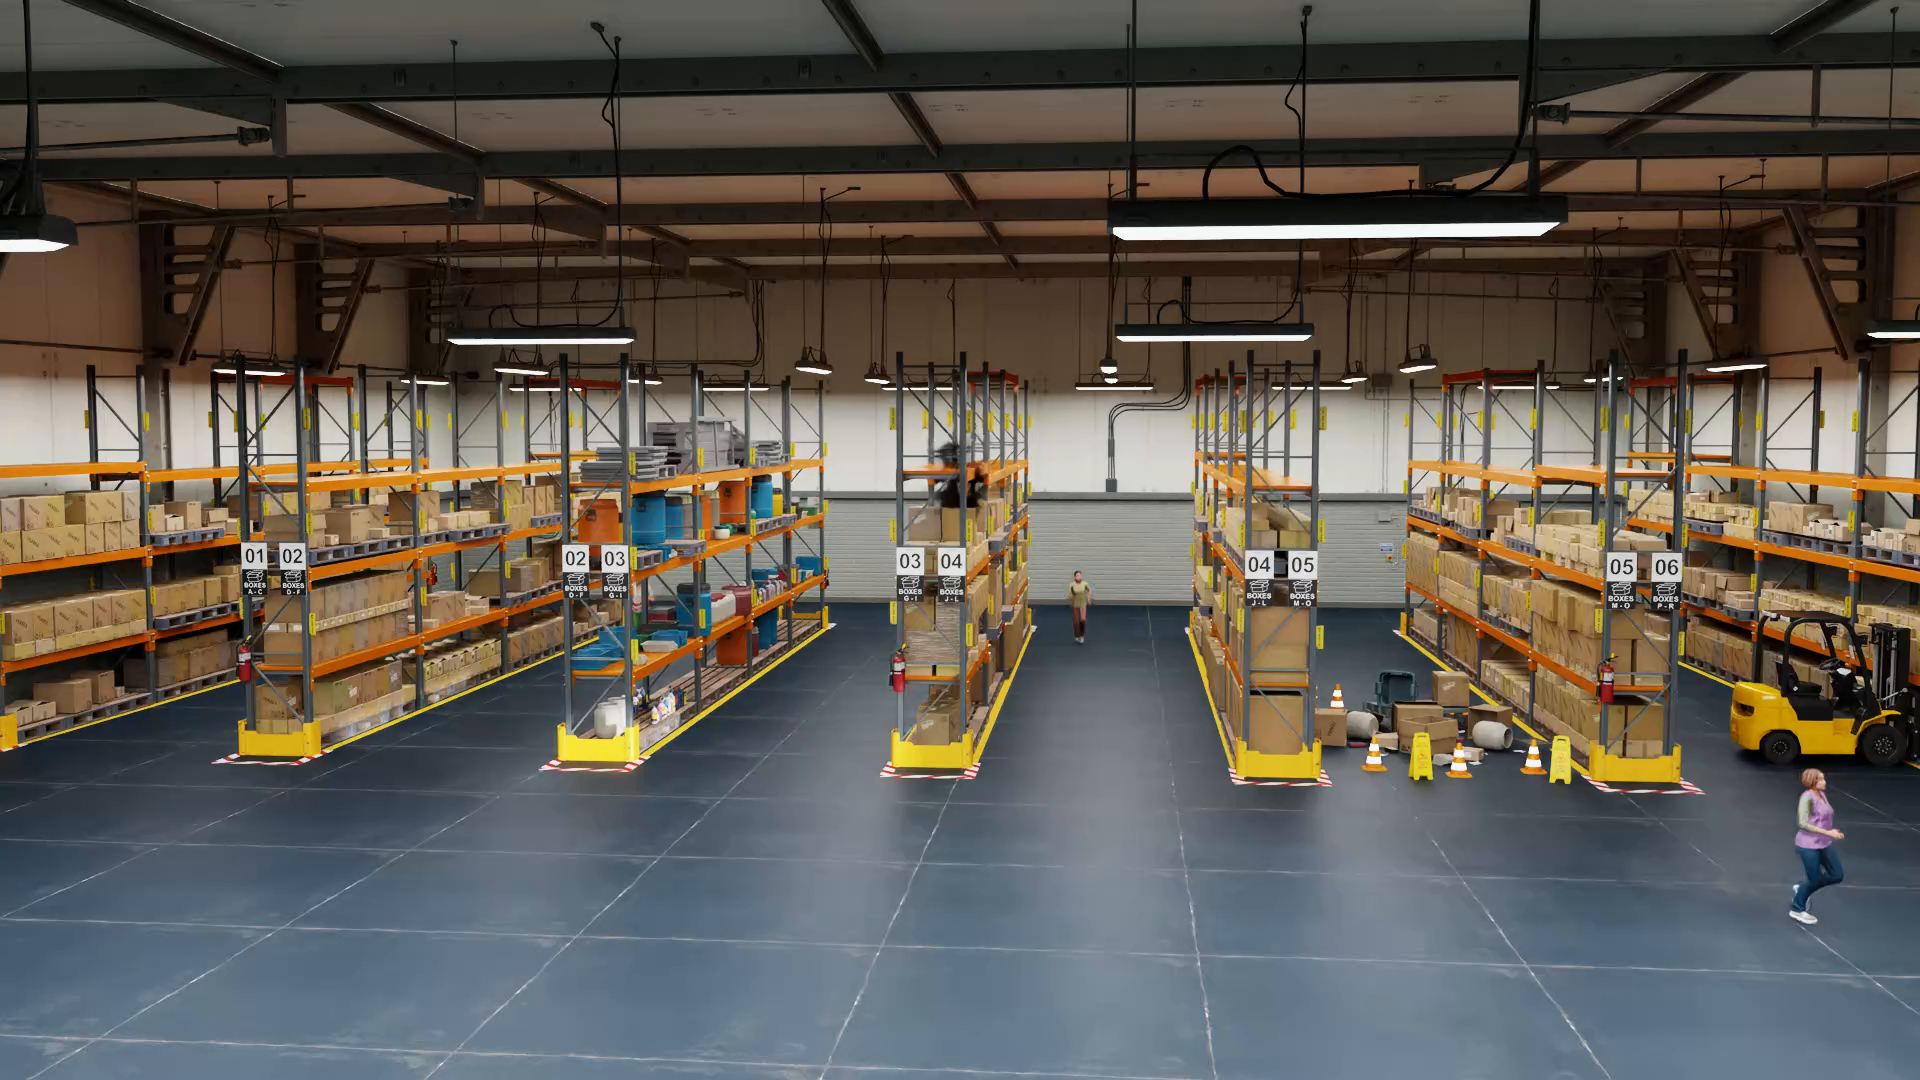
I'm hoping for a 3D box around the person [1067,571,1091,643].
[{"bbox_3d":[2.683,1.506,37.484,0.546,1.642,0.730,0,4,3],"label":"person"}]

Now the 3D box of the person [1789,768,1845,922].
[{"bbox_3d":[8.542,3.048,16.543,0.526,1.562,0.533,-3,5,-36],"label":"person"}]

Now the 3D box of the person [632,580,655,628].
[{"bbox_3d":[-6.860,1.553,35.579,0.659,1.769,1.005,0,4,-6],"label":"person"}]
